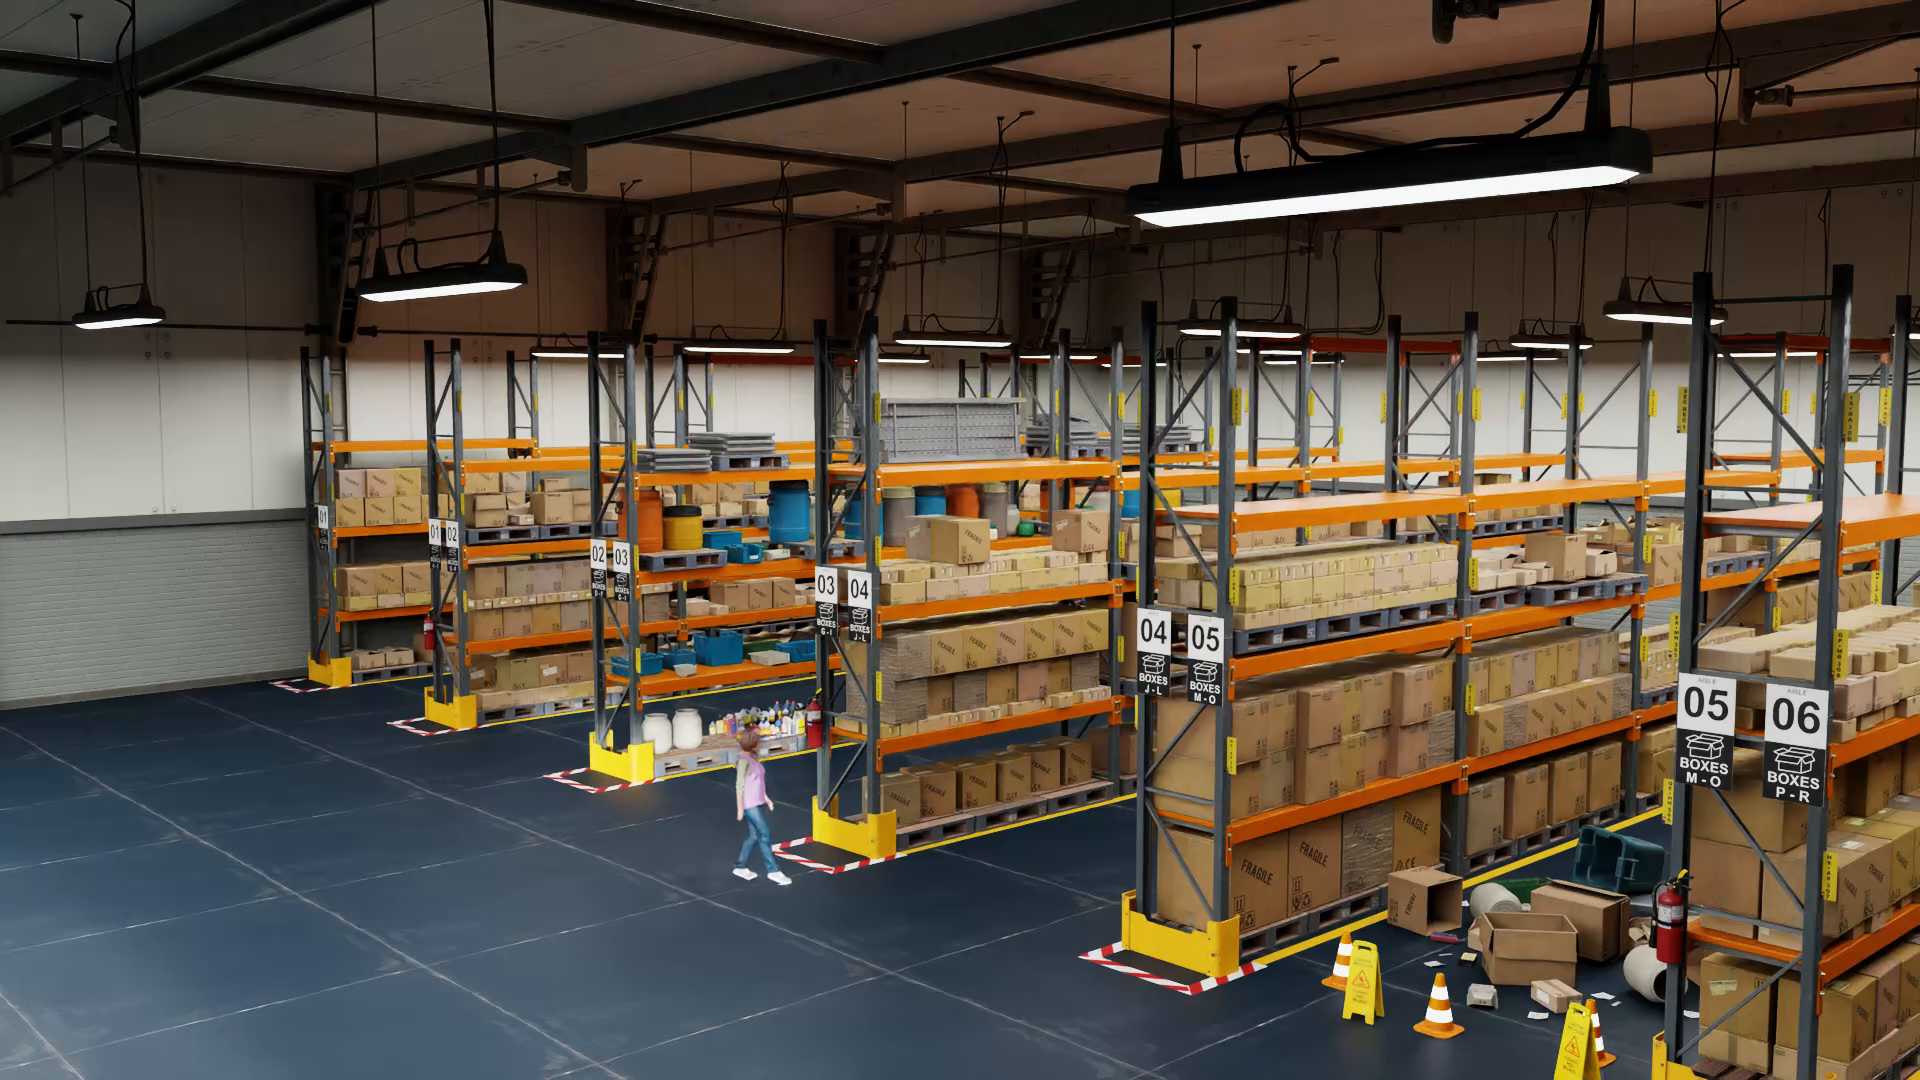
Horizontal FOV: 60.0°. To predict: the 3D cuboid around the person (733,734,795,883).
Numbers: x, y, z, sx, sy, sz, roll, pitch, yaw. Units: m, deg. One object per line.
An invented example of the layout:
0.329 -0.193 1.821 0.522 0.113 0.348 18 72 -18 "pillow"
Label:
-2.086 2.834 17.676 0.661 1.558 0.432 0 5 -3 "person"
